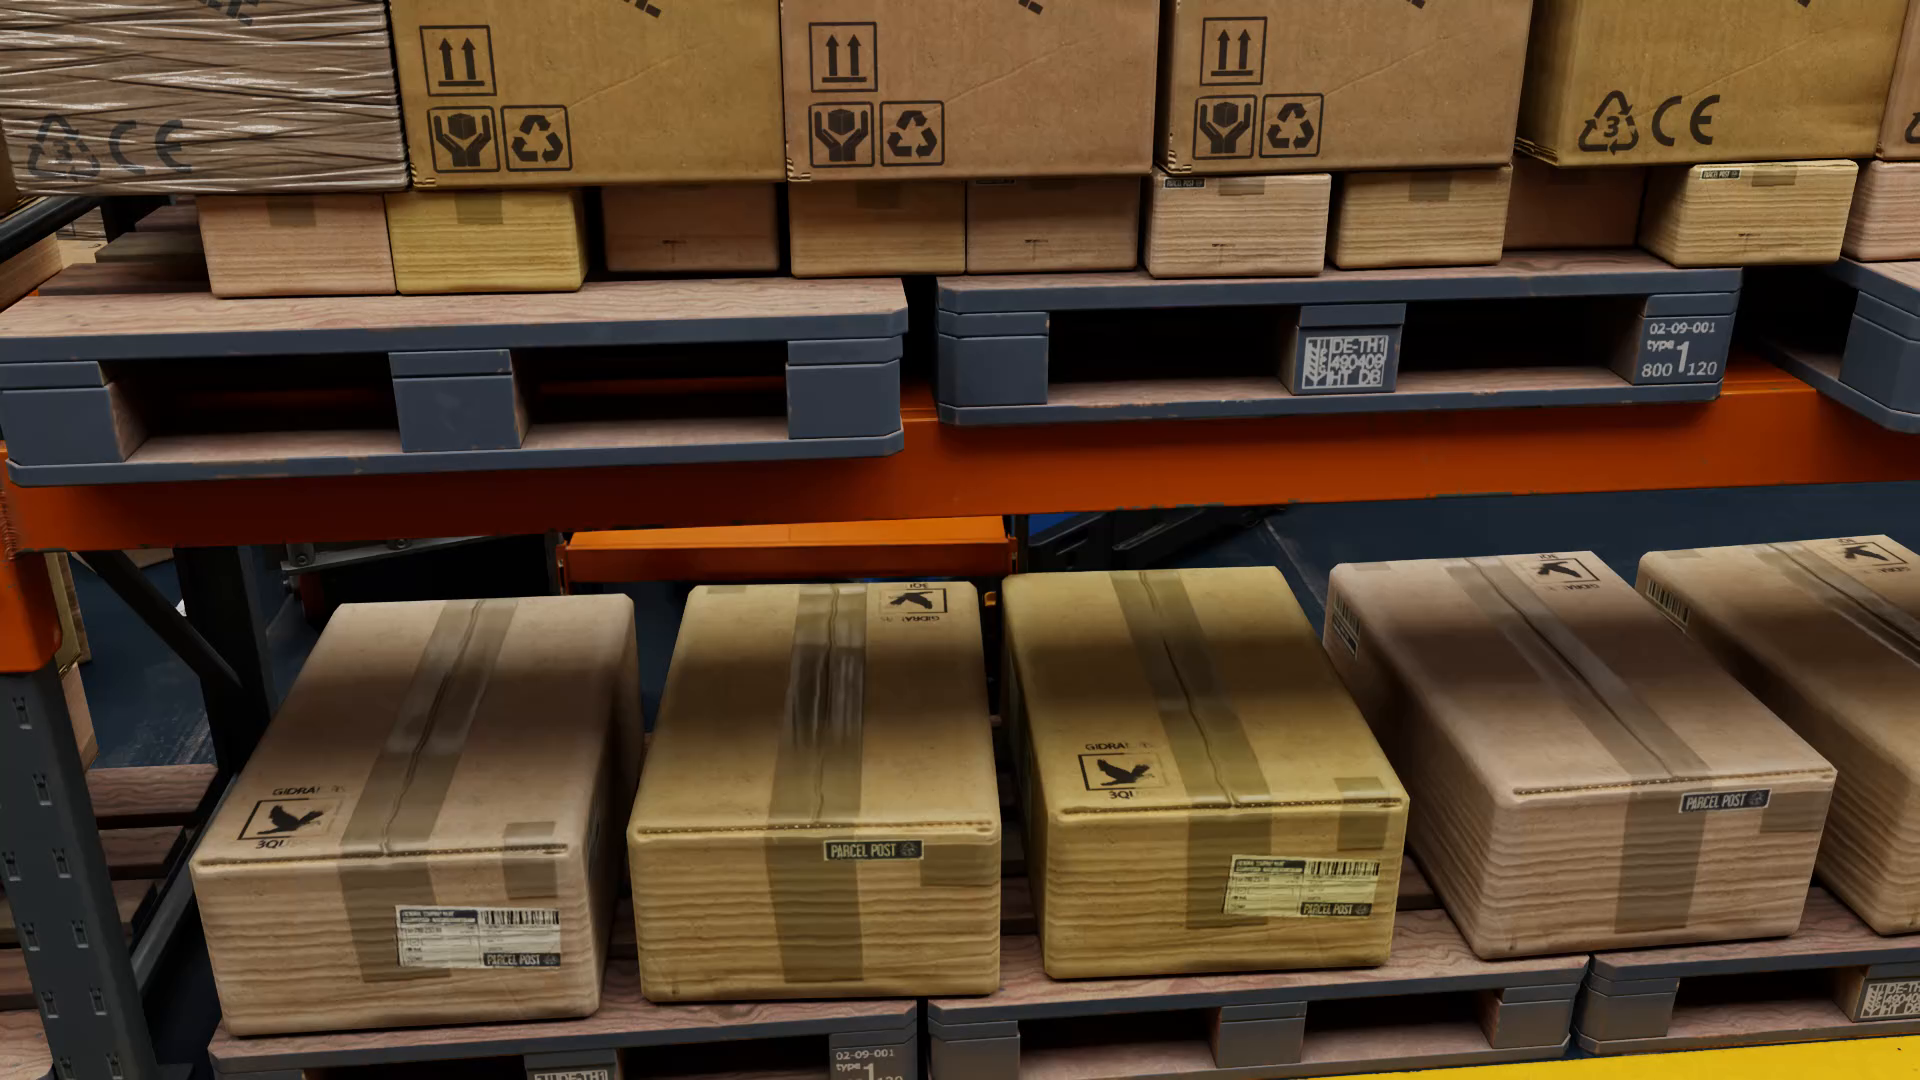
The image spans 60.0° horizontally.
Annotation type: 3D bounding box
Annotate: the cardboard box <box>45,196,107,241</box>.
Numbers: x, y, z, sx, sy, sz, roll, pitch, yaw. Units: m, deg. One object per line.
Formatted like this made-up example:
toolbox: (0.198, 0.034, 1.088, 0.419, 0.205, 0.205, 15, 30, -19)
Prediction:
cardboard box: (-3.612, -1.690, 7.459, 0.875, 0.875, 0.875, -2, 24, -5)

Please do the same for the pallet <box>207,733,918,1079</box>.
pallet: (-0.721, 0.735, 3.335, 1.213, 0.211, 1.003, -2, 24, -5)

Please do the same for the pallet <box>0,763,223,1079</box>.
pallet: (-2.161, 0.808, 3.172, 1.213, 0.211, 1.003, -2, 24, -5)

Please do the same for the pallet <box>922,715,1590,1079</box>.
pallet: (0.496, 0.685, 3.448, 1.213, 0.211, 1.003, -2, 24, -5)

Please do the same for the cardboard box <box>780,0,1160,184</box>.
cardboard box: (-0.009, -0.818, 2.391, 0.500, 0.500, 0.500, -2, 24, -5)

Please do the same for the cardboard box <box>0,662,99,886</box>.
cardboard box: (-2.110, 0.472, 3.363, 0.500, 0.250, 0.500, -3, 24, -8)

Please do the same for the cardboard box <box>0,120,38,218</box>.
cardboard box: (-1.961, -0.784, 2.831, 0.500, 0.500, 0.500, -2, 24, -5)

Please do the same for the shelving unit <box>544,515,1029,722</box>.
shelving unit: (-0.376, -0.184, 3.798, 1.083, 1.500, 0.587, -1, 26, -3)

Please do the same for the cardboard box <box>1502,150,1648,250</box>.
cardboard box: (0.889, -0.585, 2.665, 0.250, 0.149, 0.380, -2, 24, -5)

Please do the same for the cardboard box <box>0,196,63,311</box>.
cardboard box: (-1.841, -0.509, 3.012, 0.250, 0.149, 0.380, -2, 24, -5)

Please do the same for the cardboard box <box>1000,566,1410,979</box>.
cardboard box: (0.433, 0.421, 3.327, 0.625, 0.372, 0.950, -2, 24, -3)

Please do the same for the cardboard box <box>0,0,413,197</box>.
cardboard box: (-1.001, -0.783, 2.313, 0.500, 0.500, 0.500, -2, 24, -4)

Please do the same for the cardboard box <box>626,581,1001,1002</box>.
cardboard box: (-0.259, 0.450, 3.263, 0.625, 0.372, 0.950, -1, 24, -2)

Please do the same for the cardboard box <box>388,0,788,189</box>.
cardboard box: (-0.503, -0.804, 2.359, 0.500, 0.500, 0.500, -2, 24, -5)

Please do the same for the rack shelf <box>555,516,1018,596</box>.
rack shelf: (-0.386, -0.022, 3.875, 1.000, 0.185, 0.538, -1, 26, -3)

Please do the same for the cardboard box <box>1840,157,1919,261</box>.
cardboard box: (1.424, -0.561, 2.611, 0.250, 0.149, 0.380, -3, 24, -8)

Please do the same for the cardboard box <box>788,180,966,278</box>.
cardboard box: (-0.131, -0.521, 2.520, 0.250, 0.149, 0.380, -2, 24, -4)

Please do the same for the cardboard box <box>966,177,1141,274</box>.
cardboard box: (0.115, -0.530, 2.541, 0.250, 0.149, 0.380, -2, 24, -5)

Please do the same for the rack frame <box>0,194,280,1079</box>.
rack frame: (-1.496, -0.507, 2.698, 0.127, 3.000, 1.000, -2, 24, -5)

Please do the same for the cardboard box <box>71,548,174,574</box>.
cardboard box: (-2.518, -0.093, 5.132, 0.258, 0.266, 0.396, 22, 32, 40)

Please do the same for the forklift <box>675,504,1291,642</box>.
forklift: (0.484, -1.501, 5.018, 1.130, 2.935, 3.031, 20, 31, 38)

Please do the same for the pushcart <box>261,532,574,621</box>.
pushcart: (-1.770, -0.228, 5.299, 0.936, 0.377, 1.648, -11, 26, -23)

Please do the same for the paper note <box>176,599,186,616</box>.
paper note: (-2.191, 0.181, 4.805, 0.142, 0.019, 0.148, -2, 24, -5)

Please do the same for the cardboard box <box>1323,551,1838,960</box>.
cardboard box: (1.188, 0.393, 3.390, 0.625, 0.372, 0.950, -3, 24, -6)

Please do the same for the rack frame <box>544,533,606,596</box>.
rack frame: (-0.893, -0.176, 3.773, 0.032, 1.500, 0.500, -1, 26, -3)

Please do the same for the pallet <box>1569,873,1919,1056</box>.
pallet: (1.707, 0.638, 3.555, 1.213, 0.211, 1.003, -2, 24, -5)

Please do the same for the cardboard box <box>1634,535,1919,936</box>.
cardboard box: (1.921, 0.361, 3.464, 0.625, 0.372, 0.950, -4, 24, -9)

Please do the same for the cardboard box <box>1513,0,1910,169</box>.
cardboard box: (1.044, -0.864, 2.495, 0.500, 0.500, 0.500, -4, 24, -9)

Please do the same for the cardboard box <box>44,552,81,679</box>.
cardboard box: (-2.110, 0.129, 3.211, 0.500, 0.500, 0.500, -1, 24, -3)

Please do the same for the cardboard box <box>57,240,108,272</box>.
cardboard box: (-3.527, -0.886, 6.625, 0.500, 0.500, 0.500, 2, 24, 4)

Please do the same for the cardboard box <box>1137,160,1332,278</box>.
cardboard box: (0.385, -0.519, 2.518, 0.250, 0.149, 0.380, -1, 24, -3)

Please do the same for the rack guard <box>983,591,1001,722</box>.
rack guard: (0.117, 0.372, 4.091, 0.087, 0.250, 0.587, -1, 26, -3)

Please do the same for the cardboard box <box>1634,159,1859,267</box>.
cardboard box: (1.152, -0.544, 2.573, 0.250, 0.149, 0.380, -2, 24, -4)

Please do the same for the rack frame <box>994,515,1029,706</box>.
rack frame: (0.123, -0.192, 3.822, 0.032, 1.500, 0.500, -1, 26, -3)

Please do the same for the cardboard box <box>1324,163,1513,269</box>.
cardboard box: (0.647, -0.542, 2.568, 0.250, 0.149, 0.380, -3, 24, -7)

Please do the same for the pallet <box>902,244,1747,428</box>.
pallet: (0.519, -0.484, 2.881, 1.213, 0.211, 1.003, -2, 24, -5)

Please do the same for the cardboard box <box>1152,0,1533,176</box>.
cardboard box: (0.501, -0.843, 2.446, 0.500, 0.500, 0.500, -3, 24, -7)

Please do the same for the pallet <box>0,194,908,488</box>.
pallet: (-0.721, -0.391, 2.673, 1.213, 0.211, 1.003, -2, 24, -5)

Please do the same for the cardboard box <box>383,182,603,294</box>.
cardboard box: (-0.665, -0.485, 2.440, 0.250, 0.149, 0.380, -2, 24, -4)

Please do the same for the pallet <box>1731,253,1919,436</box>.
pallet: (1.786, -0.508, 2.935, 1.003, 0.211, 1.213, -2, 24, -5)

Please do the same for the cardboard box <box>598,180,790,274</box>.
cardboard box: (-0.391, -0.527, 2.535, 0.250, 0.149, 0.380, -1, 24, -2)

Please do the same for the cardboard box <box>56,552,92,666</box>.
cardboard box: (-2.696, 0.127, 4.346, 0.500, 0.500, 0.500, 16, 28, 31)

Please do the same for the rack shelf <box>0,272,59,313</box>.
rack shelf: (-3.486, -0.099, 2.664, 4.000, 0.370, 1.077, -2, 24, -5)

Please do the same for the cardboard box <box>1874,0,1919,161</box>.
cardboard box: (1.546, -0.885, 2.541, 0.500, 0.500, 0.500, -3, 24, -6)

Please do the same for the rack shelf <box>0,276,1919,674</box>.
rack shelf: (0.494, -0.258, 3.023, 4.000, 0.370, 1.077, -2, 24, -5)

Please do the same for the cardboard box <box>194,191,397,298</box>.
cardboard box: (-0.915, -0.479, 2.426, 0.250, 0.149, 0.380, -2, 24, -4)

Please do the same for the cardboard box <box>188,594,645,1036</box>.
cardboard box: (-0.974, 0.480, 3.196, 0.625, 0.372, 0.950, -2, 24, -4)
